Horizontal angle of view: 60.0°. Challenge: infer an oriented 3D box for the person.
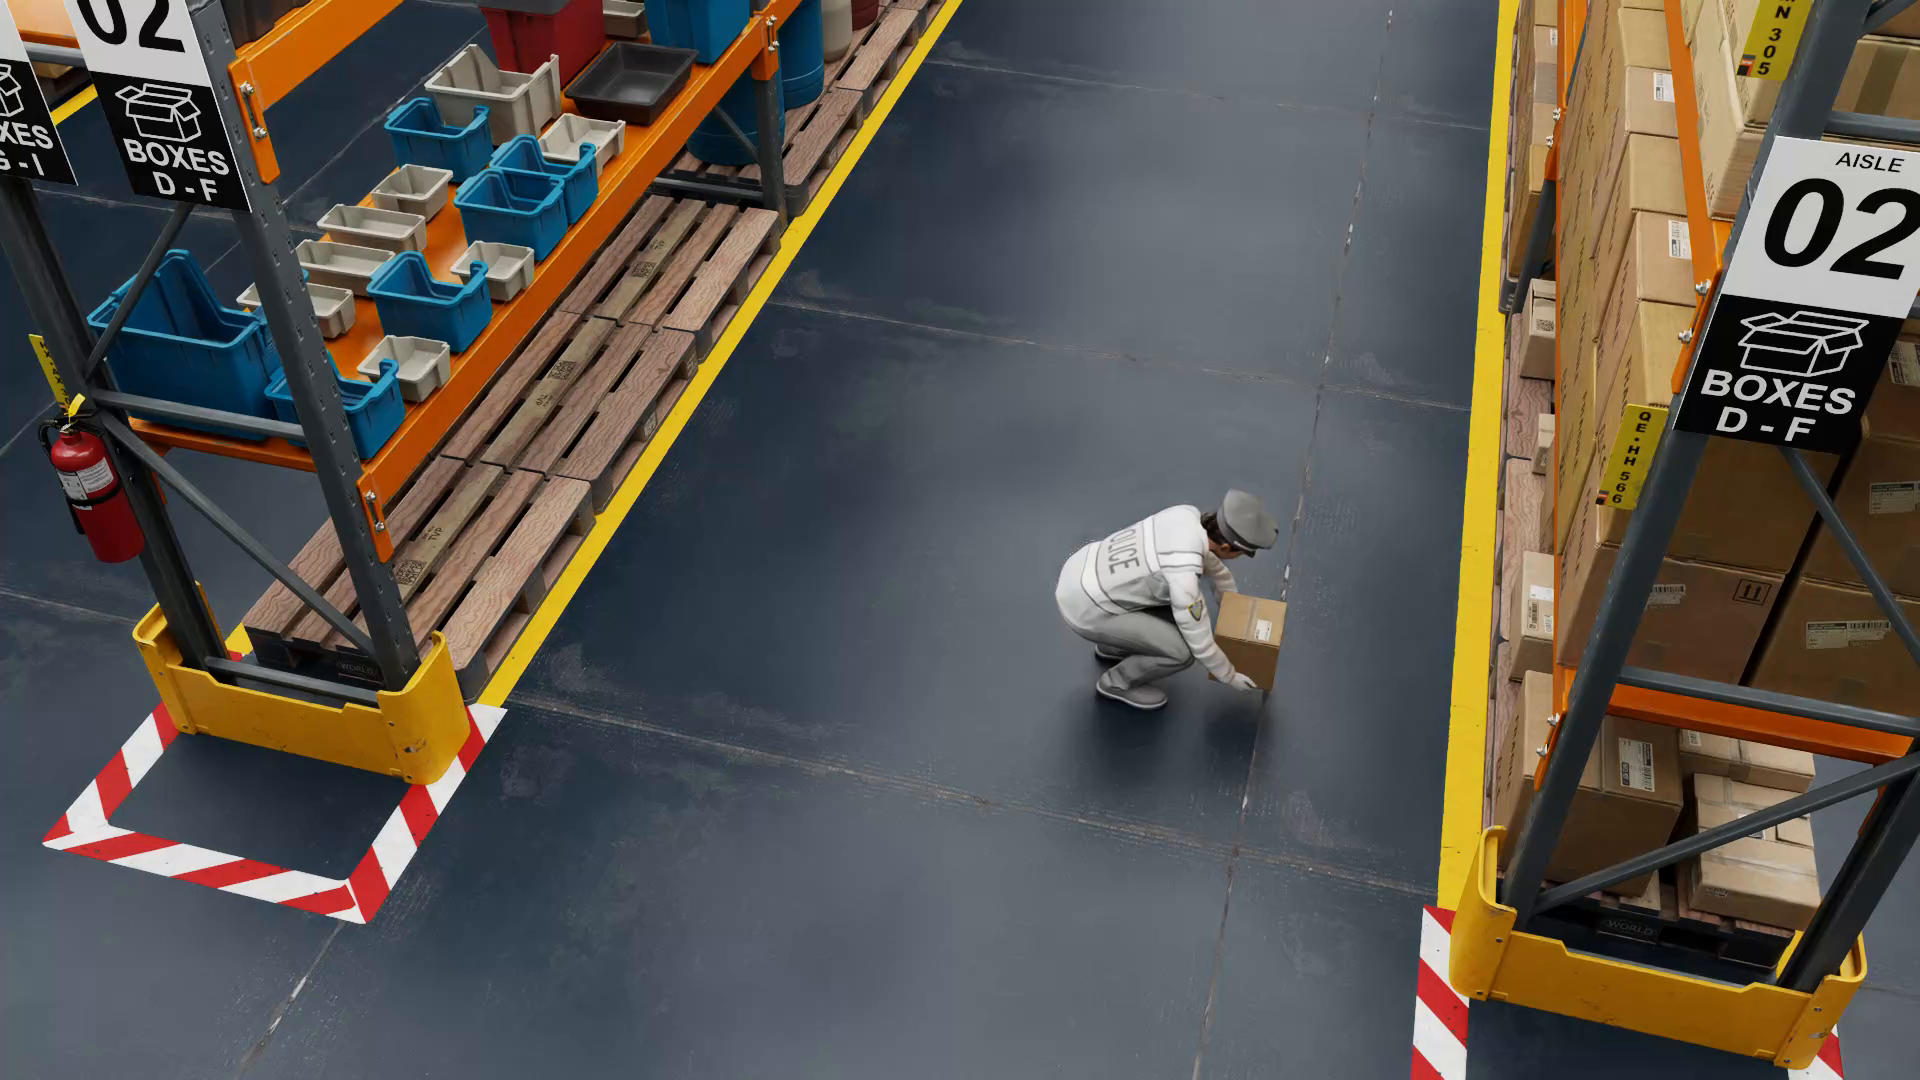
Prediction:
[{"bbox_3d":[0.792,0.211,6.457,0.823,0.964,0.496,10,42,11],"label":"person"}]
